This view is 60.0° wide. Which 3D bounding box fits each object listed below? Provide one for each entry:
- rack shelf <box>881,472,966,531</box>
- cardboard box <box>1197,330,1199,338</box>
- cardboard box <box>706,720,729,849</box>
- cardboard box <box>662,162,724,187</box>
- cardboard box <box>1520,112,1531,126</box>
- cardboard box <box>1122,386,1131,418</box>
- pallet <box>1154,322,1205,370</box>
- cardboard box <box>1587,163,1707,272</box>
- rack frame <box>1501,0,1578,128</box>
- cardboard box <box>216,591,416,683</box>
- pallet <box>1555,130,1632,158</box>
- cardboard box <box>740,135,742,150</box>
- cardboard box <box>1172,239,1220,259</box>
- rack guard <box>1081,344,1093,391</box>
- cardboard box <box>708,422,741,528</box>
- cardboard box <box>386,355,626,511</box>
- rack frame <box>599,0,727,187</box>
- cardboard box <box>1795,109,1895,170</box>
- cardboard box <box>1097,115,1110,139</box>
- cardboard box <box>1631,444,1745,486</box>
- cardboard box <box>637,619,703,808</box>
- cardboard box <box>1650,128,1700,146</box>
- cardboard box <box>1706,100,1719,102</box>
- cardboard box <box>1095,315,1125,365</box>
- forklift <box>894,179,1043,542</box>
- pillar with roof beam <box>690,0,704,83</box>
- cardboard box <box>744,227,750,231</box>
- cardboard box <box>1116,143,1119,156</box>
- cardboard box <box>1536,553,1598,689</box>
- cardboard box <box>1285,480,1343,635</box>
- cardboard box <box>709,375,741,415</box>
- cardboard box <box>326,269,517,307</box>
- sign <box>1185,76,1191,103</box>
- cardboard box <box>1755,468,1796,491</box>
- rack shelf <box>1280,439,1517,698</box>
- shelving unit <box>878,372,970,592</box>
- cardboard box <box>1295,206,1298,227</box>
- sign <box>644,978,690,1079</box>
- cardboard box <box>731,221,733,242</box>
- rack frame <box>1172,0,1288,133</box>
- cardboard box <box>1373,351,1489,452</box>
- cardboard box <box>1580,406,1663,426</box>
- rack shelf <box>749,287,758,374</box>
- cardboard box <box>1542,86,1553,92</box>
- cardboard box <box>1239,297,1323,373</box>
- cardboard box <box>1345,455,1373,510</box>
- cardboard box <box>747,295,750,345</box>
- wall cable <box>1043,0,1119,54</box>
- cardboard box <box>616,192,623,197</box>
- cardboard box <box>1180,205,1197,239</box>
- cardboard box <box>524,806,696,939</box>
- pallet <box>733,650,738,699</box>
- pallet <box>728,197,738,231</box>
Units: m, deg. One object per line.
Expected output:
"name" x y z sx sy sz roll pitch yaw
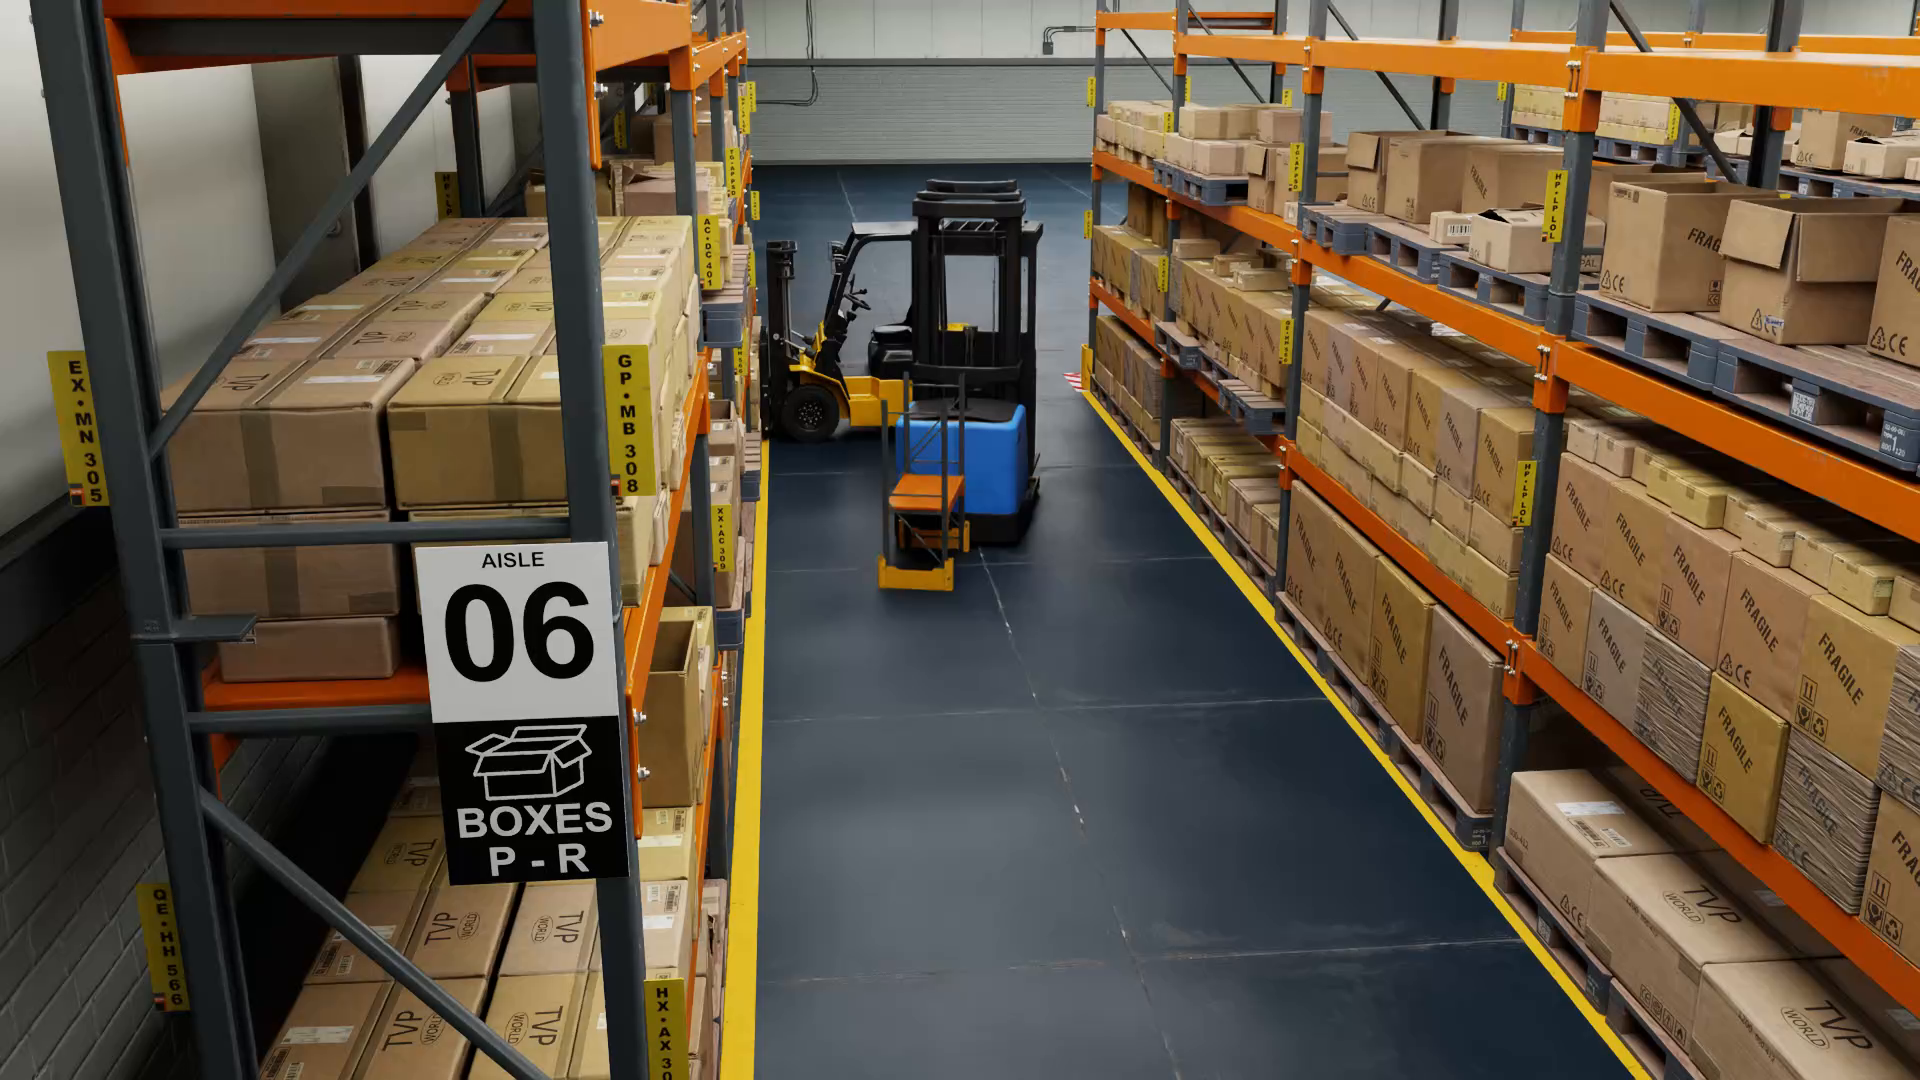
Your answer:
"rack shelf" -0.278 -0.317 13.285 0.538 0.185 1.000 2 18 7
"cardboard box" 2.327 -1.863 14.823 0.380 0.149 0.250 -1 17 -2
"cardboard box" -1.476 1.265 8.612 0.500 0.500 0.500 -1 17 -3
"cardboard box" -1.733 -2.366 10.787 0.380 0.149 0.250 -1 17 -4
"cardboard box" 6.706 -4.860 19.194 0.380 0.149 0.250 -2 18 -5
"cardboard box" 2.021 -1.480 17.774 0.500 0.250 0.500 -2 17 -5
"pallet" 2.396 -1.790 15.193 1.003 0.211 1.213 -2 18 -6
"cardboard box" 3.484 -1.681 8.649 0.500 0.500 0.500 -2 18 -7
"rack frame" 6.962 -6.351 19.384 1.000 3.000 0.127 -2 18 -6
"cardboard box" -1.501 0.216 3.893 0.380 0.149 0.250 -1 17 -4
"pallet" 7.178 -4.293 17.983 1.003 0.211 1.213 -2 18 -6
"cardboard box" -2.219 -3.662 15.378 0.380 0.149 0.250 -1 17 -4
"cardboard box" 2.158 -2.663 15.203 0.380 0.149 0.250 -2 18 -6
"rack guard" 2.057 -2.091 20.002 1.175 0.500 0.348 -2 18 -6
"cardboard box" -1.612 -0.363 9.459 0.700 0.500 0.500 -2 18 -6
"cardboard box" -1.033 -0.264 3.923 0.500 0.250 0.500 -2 18 -6
"rack frame" -2.063 -3.630 10.717 1.000 3.000 0.127 -2 18 -6
"cardboard box" 7.330 -3.342 13.770 0.500 0.500 0.500 -2 18 -6
"cardboard box" 1.836 -4.649 18.725 0.500 0.250 0.500 -2 18 -7
"cardboard box" 3.172 -0.312 7.244 0.380 0.149 0.250 -2 18 -6
"cardboard box" -1.171 0.597 5.770 0.500 0.500 0.500 -1 17 -4
"cardboard box" 7.019 -3.955 16.311 0.380 0.149 0.250 -2 18 -6
"cardboard box" 7.648 -4.432 16.499 0.380 0.149 0.250 -2 18 -6
"cardboard box" 1.860 -2.296 19.121 0.500 0.500 0.500 -2 18 -7
"forklift" 0.153 -1.775 14.939 1.130 2.935 3.031 2 18 7
"pillar with roof beam" -1.287 -11.274 35.065 9.100 9.000 0.400 -2 18 -6
"cardboard box" -2.442 -3.250 17.775 0.380 0.149 0.250 -1 17 -4
"cardboard box" 1.920 -4.280 18.213 0.380 0.149 0.250 -2 18 -6
"cardboard box" 3.075 0.370 7.825 0.500 0.500 0.500 -1 17 -4
"cardboard box" 2.863 0.099 11.699 0.875 0.875 0.875 -2 18 -6
"cardboard box" -1.841 -1.075 12.011 0.500 0.250 0.500 -2 18 -6
"cardboard box" -1.702 -0.706 5.331 0.500 0.250 0.500 -2 18 -6
"sign" 2.603 -5.171 19.153 0.100 0.325 0.005 -2 18 -6
"cardboard box" 3.614 -0.252 7.052 0.380 0.149 0.250 -2 18 -6
"rack shelf" 3.080 0.017 10.317 1.077 0.370 4.000 -2 18 -6
"shelving unit" -0.280 -0.486 13.223 0.587 1.500 1.083 2 18 7
"cardboard box" 2.633 -2.321 11.974 0.380 0.149 0.250 -2 18 -6
"sign" -0.698 1.186 3.947 0.100 0.325 0.005 -2 18 -6
"cardboard box" -1.410 -1.617 8.863 0.380 0.149 0.250 -1 17 -4
"rack frame" 2.462 -4.976 15.005 1.000 3.000 0.127 -2 18 -6
"cardboard box" 2.829 -0.840 10.009 0.500 0.500 0.500 -1 17 -5
"cardboard box" 3.527 -0.395 8.593 0.500 0.500 0.500 -2 17 -5
"rack shelf" -2.682 -2.212 17.417 1.077 0.370 4.000 -2 18 -6
"cardboard box" 6.757 -5.093 18.605 0.380 0.149 0.250 -2 17 -5
"cardboard box" 2.487 -1.593 12.879 0.500 0.500 0.500 -2 18 -7
"cardboard box" 2.793 -0.388 10.657 0.500 0.250 0.500 -1 17 -4
"cardboard box" -2.261 -2.148 15.843 0.500 0.500 0.500 -2 18 -7
"wall cable" 3.649 -17.546 49.365 2.305 6.003 0.169 -2 18 -6
"cardboard box" -1.879 -1.750 8.790 0.380 0.149 0.250 -2 18 -5
"cardboard box" 2.601 -3.071 16.620 0.700 0.500 0.500 -2 18 -5
"cardboard box" -1.124 1.101 5.418 0.500 0.250 0.500 -2 18 -7
"pallet" -2.023 0.786 11.321 1.003 0.211 1.213 -2 18 -6
"pallet" -2.222 -2.308 11.830 1.213 0.211 1.003 -1 17 -3
